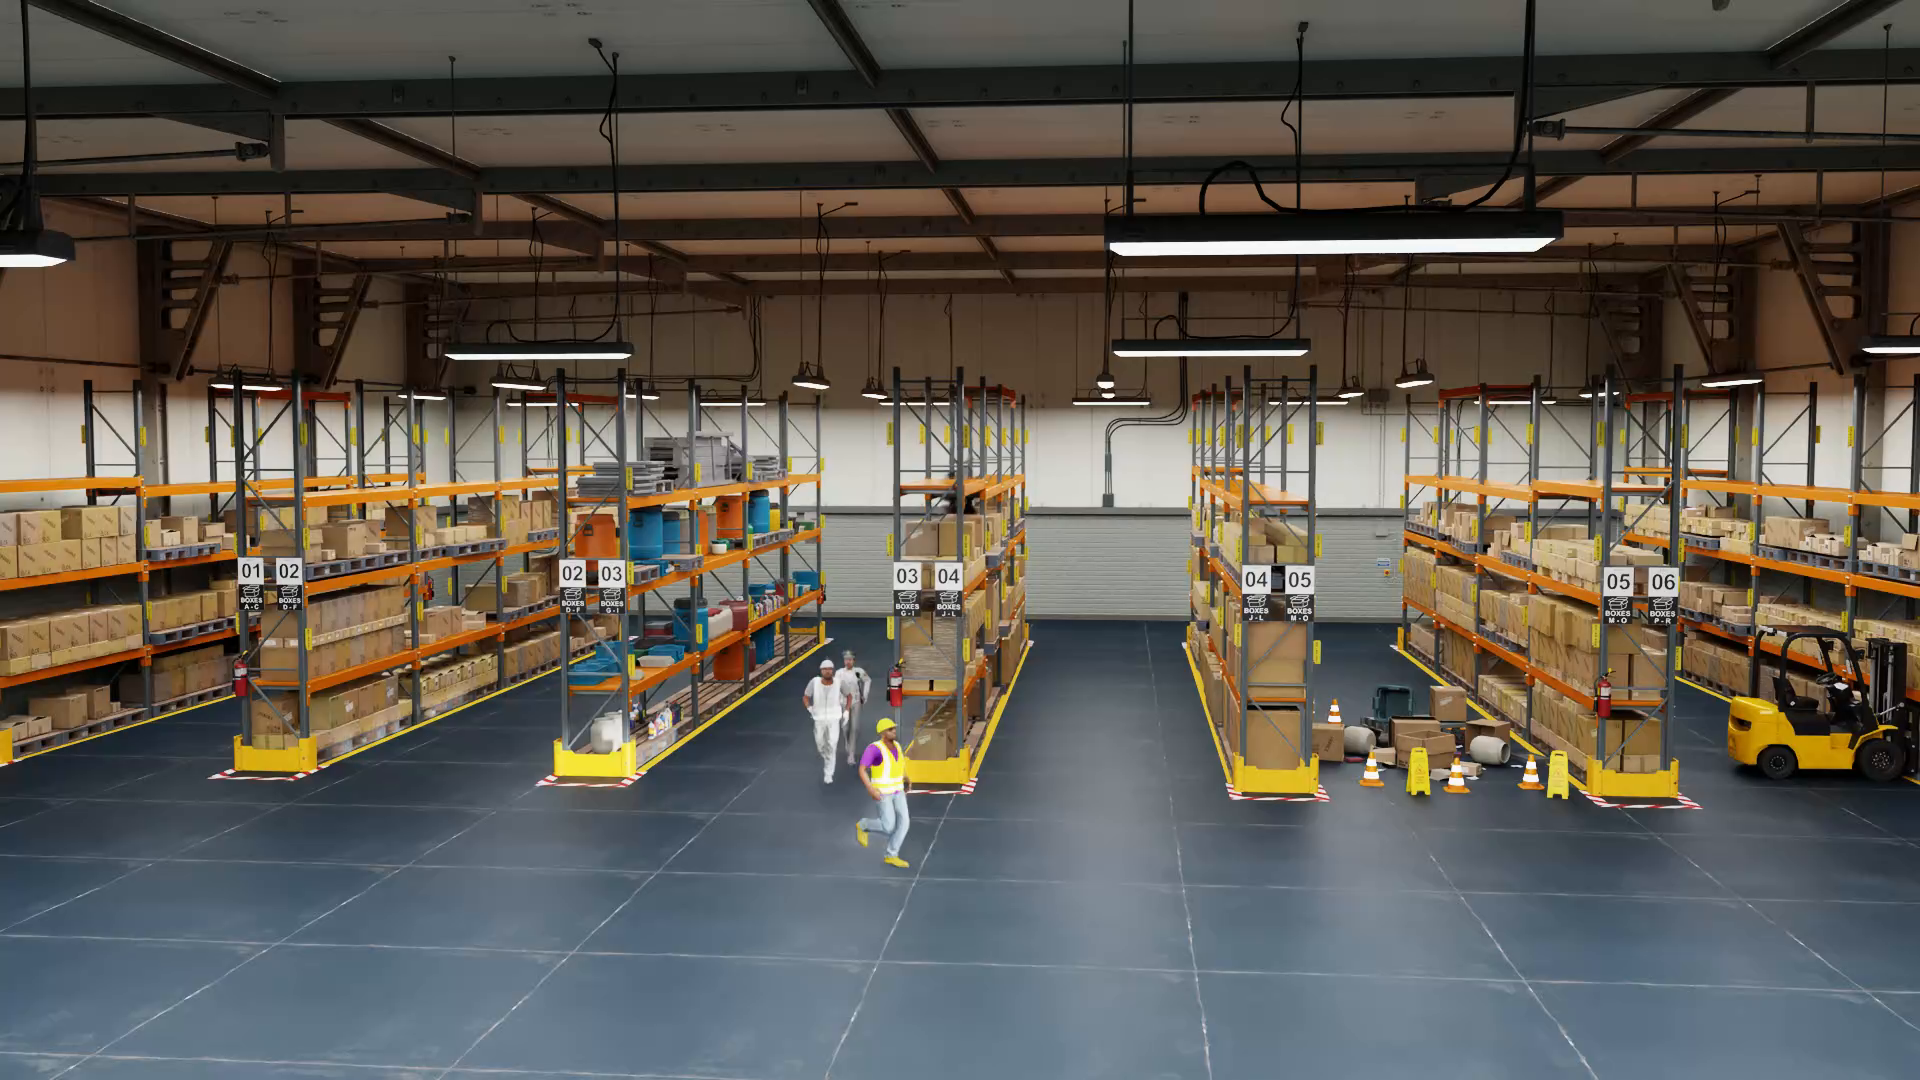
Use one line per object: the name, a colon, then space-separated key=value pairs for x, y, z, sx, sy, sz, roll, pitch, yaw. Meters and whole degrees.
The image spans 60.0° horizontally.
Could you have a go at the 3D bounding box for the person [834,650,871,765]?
person: x=-1.709 y=2.552 z=25.755 sx=0.609 sy=1.711 sz=0.934 roll=0 pitch=4 yaw=1

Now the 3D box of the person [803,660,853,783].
person: x=-1.941 y=2.627 z=24.354 sx=0.720 sy=1.768 sz=0.722 roll=0 pitch=4 yaw=1

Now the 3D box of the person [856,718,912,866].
person: x=-0.889 y=2.944 z=19.514 sx=0.659 sy=1.718 sz=0.721 roll=3 pitch=5 yaw=41
